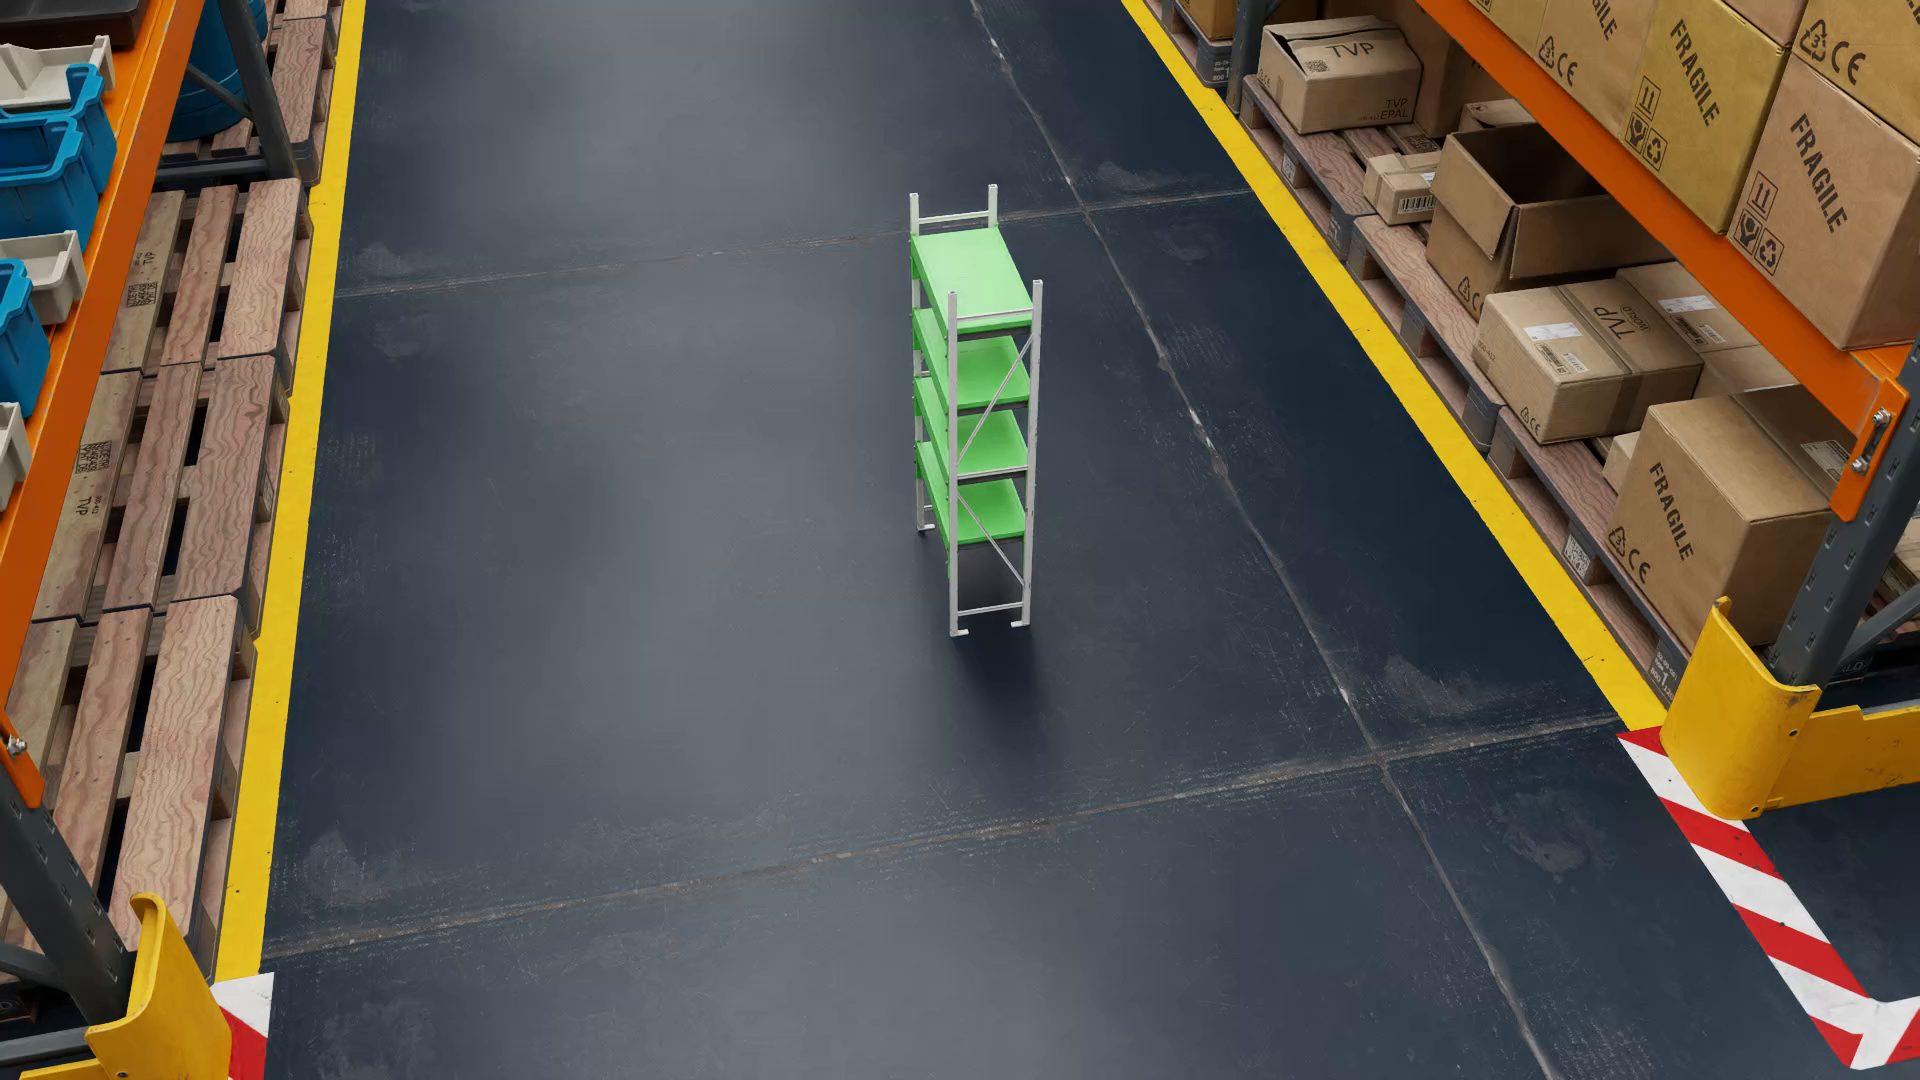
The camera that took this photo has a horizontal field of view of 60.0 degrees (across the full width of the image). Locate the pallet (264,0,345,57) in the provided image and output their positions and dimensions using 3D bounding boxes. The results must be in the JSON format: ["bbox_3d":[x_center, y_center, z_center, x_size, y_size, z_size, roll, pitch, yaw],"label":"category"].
[{"bbox_3d":[-3.540,-2.655,8.082,1.003,0.211,1.213,-8,42,-9],"label":"pallet"}]

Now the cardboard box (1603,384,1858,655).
[{"bbox_3d":[2.195,-0.061,4.611,0.500,0.500,0.500,-8,42,-9],"label":"cardboard box"}]

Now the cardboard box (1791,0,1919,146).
[{"bbox_3d":[2.189,-1.175,3.485,0.500,0.500,0.500,-9,42,-10],"label":"cardboard box"}]

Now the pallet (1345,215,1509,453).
[{"bbox_3d":[2.104,-0.826,6.022,1.003,0.211,1.213,-8,42,-9],"label":"pallet"}]

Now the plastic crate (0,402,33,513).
[{"bbox_3d":[-2.004,-0.158,3.322,0.250,0.136,0.298,-8,42,-9],"label":"plastic crate"}]

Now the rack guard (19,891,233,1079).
[{"bbox_3d":[-2.266,1.142,3.587,1.175,0.500,0.348,-8,42,-9],"label":"rack guard"}]

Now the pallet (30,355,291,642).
[{"bbox_3d":[-2.684,-0.093,5.196,1.003,0.211,1.213,-8,42,-9],"label":"pallet"}]

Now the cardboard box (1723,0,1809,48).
[{"bbox_3d":[2.079,-1.502,3.854,0.500,0.500,0.500,-7,42,-8],"label":"cardboard box"}]

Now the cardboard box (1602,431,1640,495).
[{"bbox_3d":[2.196,-0.212,5.032,0.380,0.166,0.250,-8,42,-9],"label":"cardboard box"}]

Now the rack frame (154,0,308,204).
[{"bbox_3d":[-3.148,-2.400,5.694,1.000,3.000,0.127,-8,42,-9],"label":"rack frame"}]

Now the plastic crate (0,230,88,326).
[{"bbox_3d":[-2.151,-0.597,3.817,0.250,0.136,0.298,-8,42,-9],"label":"plastic crate"}]

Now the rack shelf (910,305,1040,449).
[{"bbox_3d":[0.036,-0.473,4.614,0.258,0.148,0.480,-8,42,-9],"label":"rack shelf"}]

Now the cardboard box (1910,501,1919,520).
[{"bbox_3d":[2.744,-0.102,4.908,0.380,0.166,0.250,-8,42,-9],"label":"cardboard box"}]

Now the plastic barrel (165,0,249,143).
[{"bbox_3d":[-3.248,-2.127,6.651,0.600,0.901,0.708,-8,42,-9],"label":"plastic barrel"}]

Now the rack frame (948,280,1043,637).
[{"bbox_3d":[0.088,-0.183,4.553,0.240,1.200,0.015,-8,42,-9],"label":"rack frame"}]

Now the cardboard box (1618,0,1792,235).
[{"bbox_3d":[2.075,-1.139,4.198,0.500,0.500,0.500,-8,42,-9],"label":"cardboard box"}]

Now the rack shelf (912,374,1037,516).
[{"bbox_3d":[0.036,-0.294,4.773,0.258,0.148,0.480,-8,42,-9],"label":"rack shelf"}]

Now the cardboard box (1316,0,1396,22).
[{"bbox_3d":[1.823,-2.685,7.567,0.500,0.500,0.500,-10,43,-11],"label":"cardboard box"}]

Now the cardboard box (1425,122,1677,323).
[{"bbox_3d":[2.100,-1.121,5.802,0.797,0.503,0.637,-8,42,-9],"label":"cardboard box"}]

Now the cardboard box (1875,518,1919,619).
[{"bbox_3d":[2.798,0.067,4.731,0.380,0.149,0.250,-8,42,-9],"label":"cardboard box"}]

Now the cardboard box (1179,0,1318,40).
[{"bbox_3d":[1.303,-2.616,7.489,0.500,0.500,0.500,-9,42,-10],"label":"cardboard box"}]

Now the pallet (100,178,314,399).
[{"bbox_3d":[-2.951,-0.886,6.089,1.003,0.211,1.213,-8,42,-9],"label":"pallet"}]

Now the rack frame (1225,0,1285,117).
[{"bbox_3d":[1.690,-3.107,6.491,1.000,3.000,0.127,-8,42,-9],"label":"rack frame"}]

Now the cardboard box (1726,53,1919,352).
[{"bbox_3d":[2.191,-0.803,3.820,0.500,0.500,0.500,-7,42,-8],"label":"cardboard box"}]

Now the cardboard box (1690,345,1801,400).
[{"bbox_3d":[2.605,-0.368,5.145,0.500,0.250,0.500,-8,42,-9],"label":"cardboard box"}]

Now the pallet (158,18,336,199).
[{"bbox_3d":[-3.273,-1.863,7.190,1.003,0.211,1.213,-8,42,-9],"label":"pallet"}]

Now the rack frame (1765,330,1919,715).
[{"bbox_3d":[2.553,-0.514,3.570,1.000,3.000,0.127,-8,42,-9],"label":"rack frame"}]

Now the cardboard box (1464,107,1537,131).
[{"bbox_3d":[2.252,-1.451,6.319,0.500,0.311,0.500,-8,42,-9],"label":"cardboard box"}]

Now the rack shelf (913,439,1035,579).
[{"bbox_3d":[0.036,-0.114,4.933,0.258,0.148,0.480,-8,42,-9],"label":"rack shelf"}]

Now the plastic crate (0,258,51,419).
[{"bbox_3d":[-2.158,-0.401,3.523,0.416,0.233,0.300,-8,42,-9],"label":"plastic crate"}]

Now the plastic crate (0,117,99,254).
[{"bbox_3d":[-2.300,-0.827,4.004,0.416,0.233,0.300,-8,42,-9],"label":"plastic crate"}]

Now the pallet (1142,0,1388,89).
[{"bbox_3d":[1.477,-2.586,8.004,1.003,0.211,1.213,-8,42,-9],"label":"pallet"}]

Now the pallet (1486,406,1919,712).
[{"bbox_3d":[2.364,-0.037,5.133,1.003,0.211,1.213,-8,42,-9],"label":"pallet"}]

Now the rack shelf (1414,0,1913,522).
[{"bbox_3d":[2.121,-1.542,5.269,1.077,0.370,4.000,-8,42,-9],"label":"rack shelf"}]

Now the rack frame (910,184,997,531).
[{"bbox_3d":[-0.017,-0.500,4.909,0.240,1.200,0.015,-8,42,-9],"label":"rack frame"}]

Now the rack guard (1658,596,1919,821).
[{"bbox_3d":[2.537,0.371,4.455,1.175,0.500,0.348,-8,42,-9],"label":"rack guard"}]

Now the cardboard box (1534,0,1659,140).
[{"bbox_3d":[1.973,-1.463,4.563,0.500,0.500,0.500,-8,42,-9],"label":"cardboard box"}]

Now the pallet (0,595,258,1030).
[{"bbox_3d":[-2.424,0.696,4.307,1.003,0.211,1.213,-8,42,-9],"label":"pallet"}]

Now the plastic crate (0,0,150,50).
[{"bbox_3d":[-2.644,-1.632,4.991,0.437,0.125,0.590,-8,42,-9],"label":"plastic crate"}]

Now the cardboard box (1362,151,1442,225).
[{"bbox_3d":[1.766,-1.350,6.314,0.380,0.166,0.250,-8,42,-9],"label":"cardboard box"}]

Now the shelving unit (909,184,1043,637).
[{"bbox_3d":[0.036,-0.341,4.731,0.258,1.200,0.503,-8,42,-9],"label":"shelving unit"}]

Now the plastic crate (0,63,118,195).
[{"bbox_3d":[-2.365,-1.022,4.223,0.416,0.233,0.300,-8,42,-9],"label":"plastic crate"}]

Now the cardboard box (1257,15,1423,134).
[{"bbox_3d":[1.569,-1.963,6.896,0.500,0.311,0.500,-8,42,-9],"label":"cardboard box"}]

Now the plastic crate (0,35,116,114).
[{"bbox_3d":[-2.478,-1.238,4.538,0.293,0.136,0.466,-8,42,-9],"label":"plastic crate"}]

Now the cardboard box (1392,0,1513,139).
[{"bbox_3d":[2.090,-2.008,6.804,0.500,0.500,0.500,-8,42,-9],"label":"cardboard box"}]

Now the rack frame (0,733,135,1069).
[{"bbox_3d":[-2.284,0.193,2.773,1.000,3.000,0.127,-8,42,-9],"label":"rack frame"}]

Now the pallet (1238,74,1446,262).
[{"bbox_3d":[1.837,-1.619,6.915,1.003,0.211,1.213,-8,42,-9],"label":"pallet"}]

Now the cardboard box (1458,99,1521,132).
[{"bbox_3d":[2.229,-1.642,6.657,0.380,0.149,0.250,-8,42,-9],"label":"cardboard box"}]

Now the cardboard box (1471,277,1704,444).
[{"bbox_3d":[2.020,-0.588,5.392,0.500,0.250,0.500,-8,42,-9],"label":"cardboard box"}]

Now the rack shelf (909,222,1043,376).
[{"bbox_3d":[0.036,-0.653,4.455,0.258,0.148,0.480,-8,42,-9],"label":"rack shelf"}]

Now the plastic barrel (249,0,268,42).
[{"bbox_3d":[-3.401,-2.586,7.168,0.600,0.901,0.708,-8,42,-9],"label":"plastic barrel"}]

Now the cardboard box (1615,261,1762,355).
[{"bbox_3d":[2.497,-0.692,5.510,0.500,0.250,0.500,-8,42,-9],"label":"cardboard box"}]

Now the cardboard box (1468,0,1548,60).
[{"bbox_3d":[1.864,-1.790,4.931,0.500,0.500,0.500,-9,42,-10],"label":"cardboard box"}]

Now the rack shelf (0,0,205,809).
[{"bbox_3d":[-2.716,-0.834,4.472,1.077,0.370,4.000,-8,42,-9],"label":"rack shelf"}]
